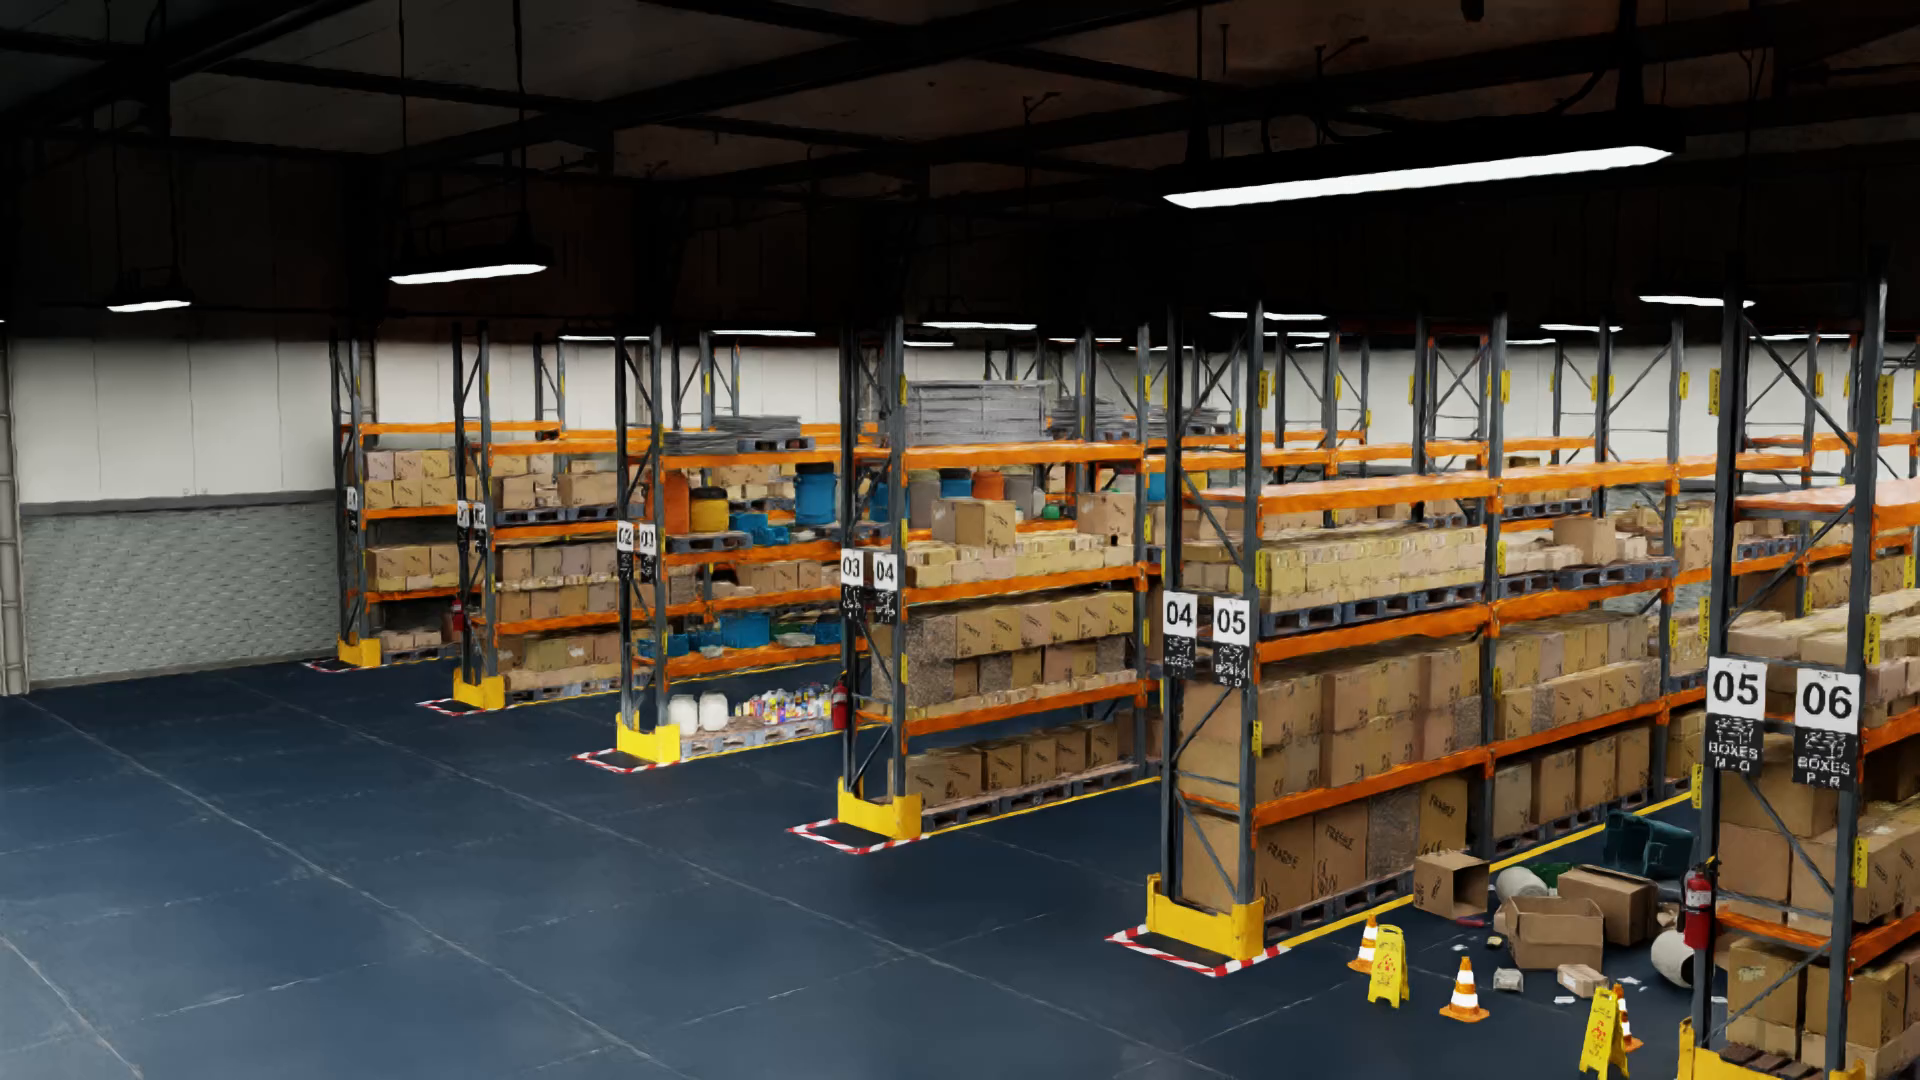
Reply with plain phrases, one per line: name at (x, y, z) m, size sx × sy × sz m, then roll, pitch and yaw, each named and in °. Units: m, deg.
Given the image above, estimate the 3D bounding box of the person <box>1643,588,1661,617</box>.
person at (13.148, 1.213, 31.365) m, size 0.988 × 1.739 × 0.594 m, roll -2°, pitch 6°, yaw -20°
